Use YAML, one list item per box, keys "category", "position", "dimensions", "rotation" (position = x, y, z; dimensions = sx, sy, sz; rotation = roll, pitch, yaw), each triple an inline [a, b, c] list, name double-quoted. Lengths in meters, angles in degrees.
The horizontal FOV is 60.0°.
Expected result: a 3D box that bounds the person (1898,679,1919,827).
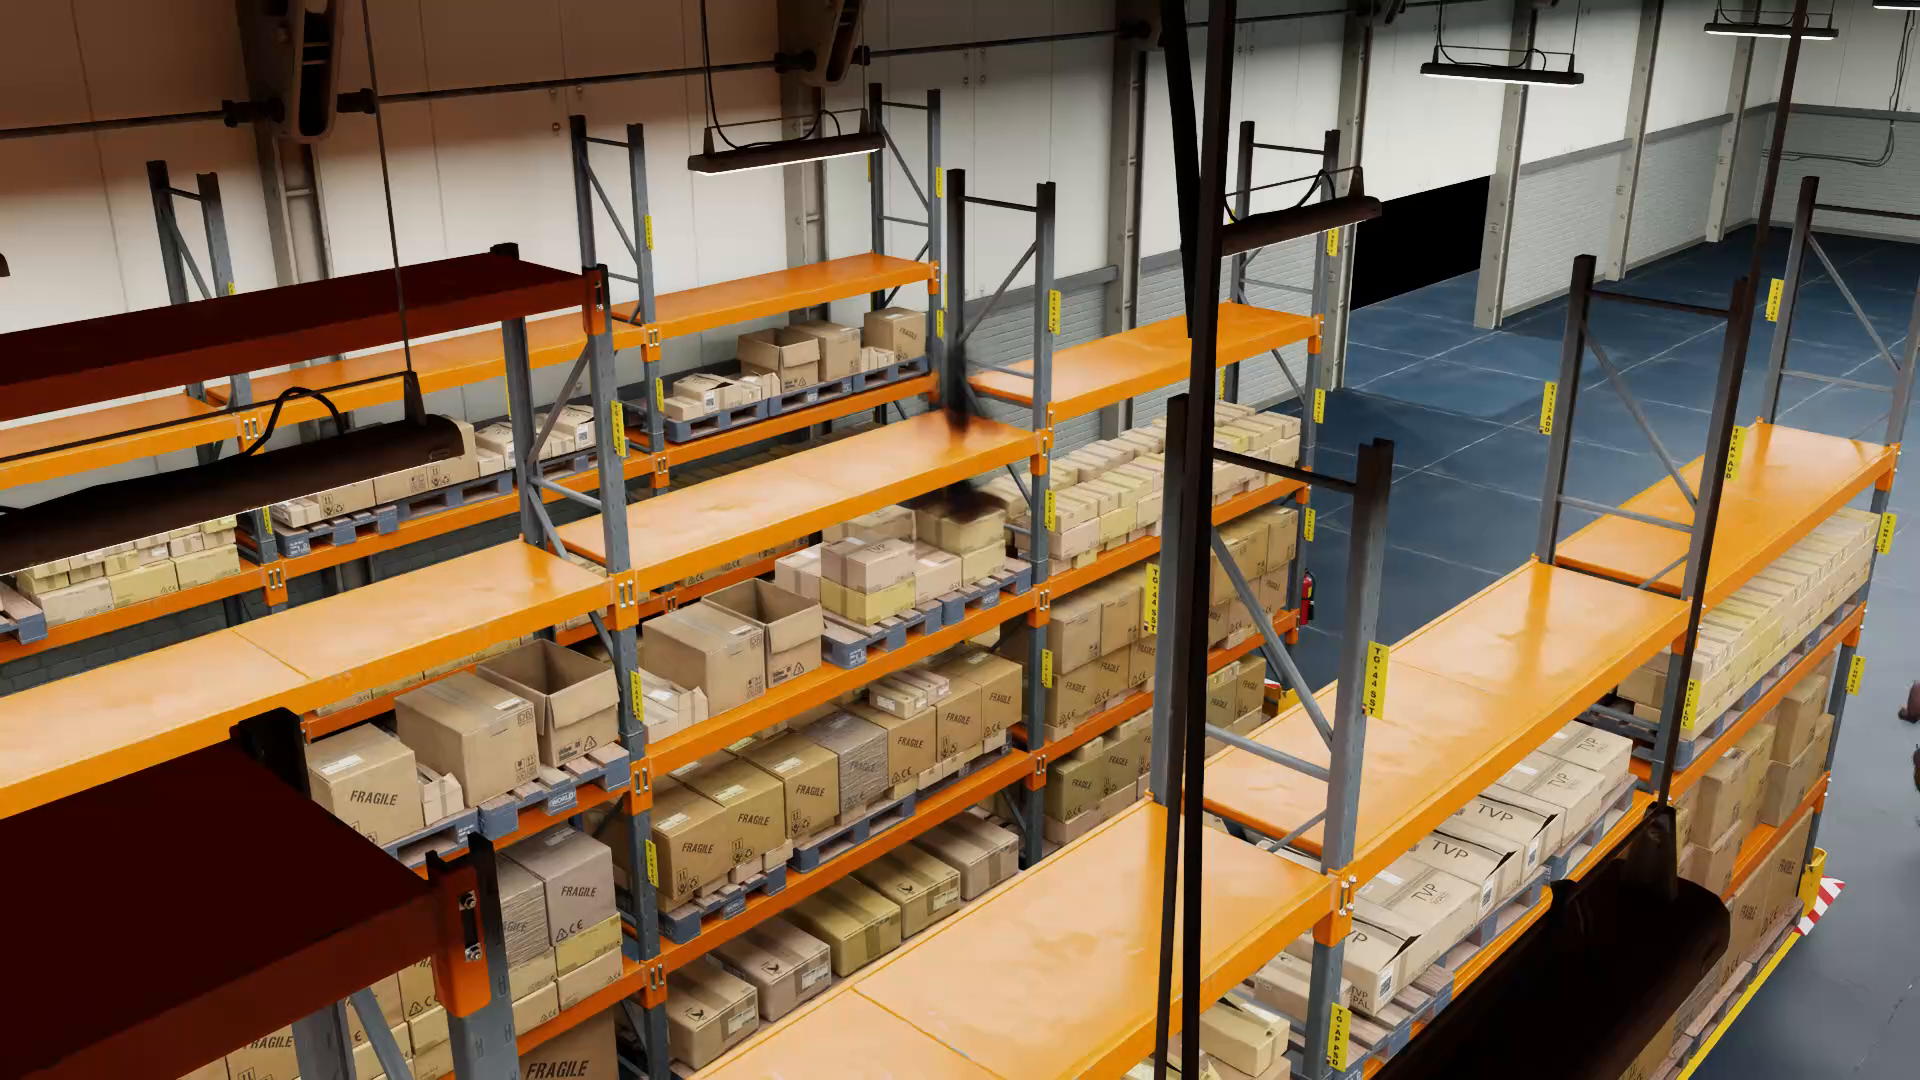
- category: "person"
  position: [8.937, 1.824, 15.137]
  dimensions: [0.737, 1.599, 0.866]
  rotation: [-4, 22, -11]
